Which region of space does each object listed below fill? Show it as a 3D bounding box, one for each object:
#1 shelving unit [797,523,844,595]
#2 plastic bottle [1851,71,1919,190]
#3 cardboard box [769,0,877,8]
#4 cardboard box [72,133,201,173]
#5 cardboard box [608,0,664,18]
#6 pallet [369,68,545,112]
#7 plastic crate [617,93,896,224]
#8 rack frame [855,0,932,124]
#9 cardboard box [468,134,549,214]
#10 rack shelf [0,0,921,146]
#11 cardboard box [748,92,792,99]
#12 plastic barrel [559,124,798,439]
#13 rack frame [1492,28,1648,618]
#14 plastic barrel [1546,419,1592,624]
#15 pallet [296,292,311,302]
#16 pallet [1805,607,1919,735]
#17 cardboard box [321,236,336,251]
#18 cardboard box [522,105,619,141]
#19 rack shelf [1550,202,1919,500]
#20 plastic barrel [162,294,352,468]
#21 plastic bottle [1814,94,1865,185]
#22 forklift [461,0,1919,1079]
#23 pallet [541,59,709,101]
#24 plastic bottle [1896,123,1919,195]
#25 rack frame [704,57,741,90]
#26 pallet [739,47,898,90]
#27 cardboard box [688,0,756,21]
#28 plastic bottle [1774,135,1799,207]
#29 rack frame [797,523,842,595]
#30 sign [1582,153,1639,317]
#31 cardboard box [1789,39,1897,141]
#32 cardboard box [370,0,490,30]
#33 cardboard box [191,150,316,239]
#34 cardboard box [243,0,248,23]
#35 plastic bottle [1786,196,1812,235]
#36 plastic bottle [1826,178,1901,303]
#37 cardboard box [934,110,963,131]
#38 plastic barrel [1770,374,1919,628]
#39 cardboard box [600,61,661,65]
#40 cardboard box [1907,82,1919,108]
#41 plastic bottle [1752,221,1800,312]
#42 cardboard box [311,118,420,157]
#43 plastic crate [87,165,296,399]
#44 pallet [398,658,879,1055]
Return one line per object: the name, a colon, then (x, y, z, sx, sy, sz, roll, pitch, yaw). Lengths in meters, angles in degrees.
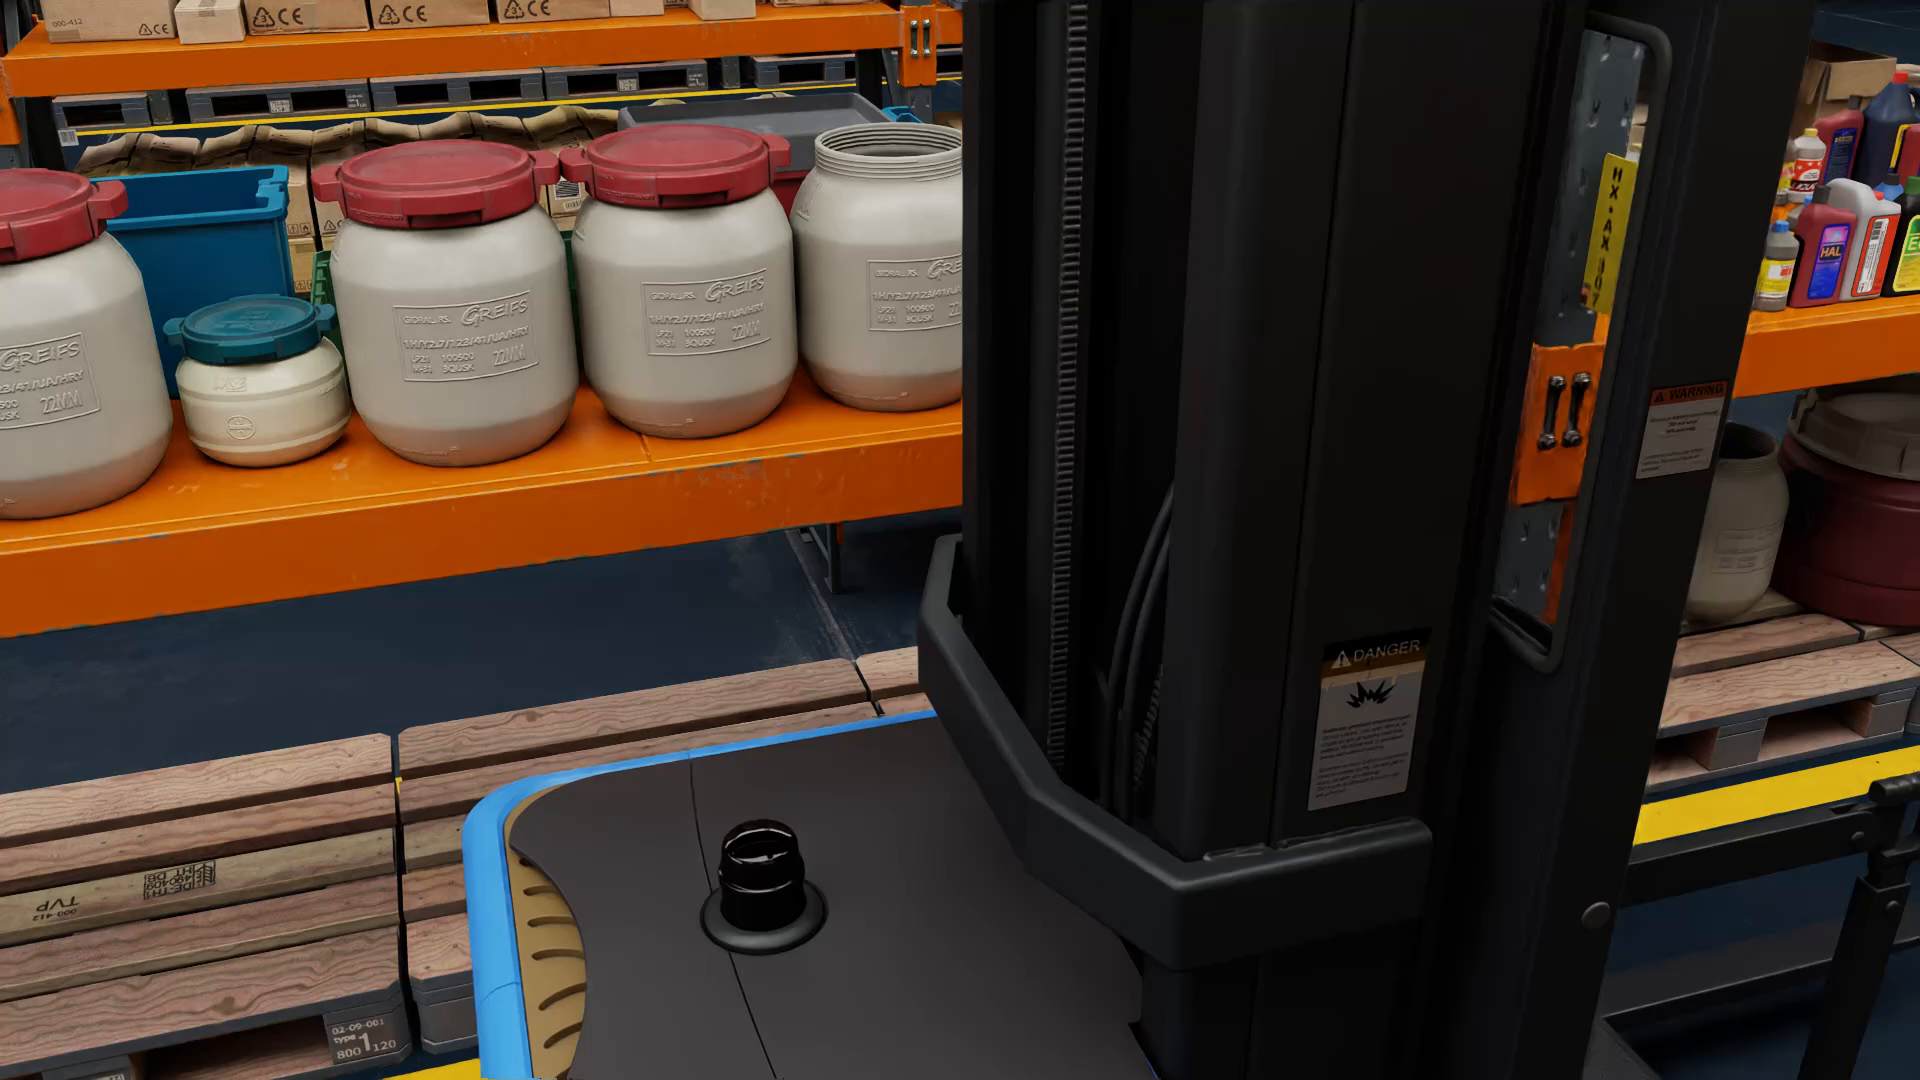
shelving unit: (0.006, -0.505, 5.502, 1.048, 1.125, 0.538, -8, 28, -16)
plastic bottle: (2.686, -1.170, 4.789, 0.185, 0.351, 0.144, -8, 28, -16)
cardboard box: (-0.707, -2.818, 8.153, 0.500, 0.311, 0.500, -7, 27, -13)
cardboard box: (-3.855, -1.723, 7.837, 0.500, 0.311, 0.500, -8, 28, -16)
cardboard box: (-1.543, -2.577, 7.851, 0.250, 0.149, 0.380, -6, 27, -12)
pallet: (-3.787, -3.461, 12.484, 1.213, 0.211, 1.003, -8, 28, -16)
plastic crate: (-0.448, -0.730, 3.775, 0.583, 0.464, 0.402, -8, 28, -16)
rack frame: (-0.347, -2.889, 8.197, 0.127, 3.000, 1.000, -8, 28, -16)
cardboard box: (-2.219, -1.710, 7.811, 0.500, 0.311, 0.500, -7, 27, -15)
rack shelf: (-2.249, -2.292, 7.802, 4.000, 0.370, 1.077, -8, 28, -16)
cardboard box: (-0.936, -2.149, 8.695, 0.500, 0.311, 0.500, -7, 27, -14)
plastic barrel: (-0.534, -0.504, 3.240, 0.433, 0.535, 0.433, 0, 26, 0)
rack frame: (1.183, -0.795, 3.977, 0.127, 3.000, 1.000, -8, 28, -16)
plastic barrel: (1.643, -0.085, 4.517, 0.708, 0.830, 0.600, -8, 28, -16)
pallet: (-3.462, -1.208, 7.945, 1.213, 0.211, 1.003, -8, 28, -16)
pallet: (3.078, 0.162, 5.186, 1.213, 0.211, 1.003, -8, 28, -16)
cardboard box: (-2.712, -1.388, 7.793, 0.500, 0.250, 0.500, -9, 28, -18)
cardboard box: (-1.919, -2.004, 8.403, 0.500, 0.311, 0.500, -9, 28, -17)
rack shelf: (3.085, -0.748, 4.692, 4.000, 0.370, 1.077, -8, 28, -16)
plastic barrel: (-1.314, -0.299, 3.135, 0.301, 0.262, 0.301, 0, 26, 0)
plastic bottle: (2.522, -1.136, 4.796, 0.133, 0.283, 0.061, -8, 28, -16)
forklift: (0.799, 0.031, 2.391, 3.031, 2.935, 1.130, -8, 28, -16)
pallet: (-2.629, -3.627, 12.819, 1.213, 0.211, 1.003, -8, 28, -16)
plastic bottle: (2.743, -1.100, 4.724, 0.133, 0.283, 0.061, -8, 28, -16)
rack frame: (-1.885, -4.983, 12.415, 0.127, 3.000, 1.000, -8, 28, -16)
pallet: (-1.112, -3.811, 13.189, 1.213, 0.211, 1.003, -8, 28, -16)
cardboard box: (-1.117, -2.536, 7.768, 0.250, 0.149, 0.380, -8, 28, -16)
plastic bottle: (2.326, -1.062, 4.739, 0.097, 0.201, 0.097, 0, 26, 0)
rack frame: (-0.477, -0.435, 5.361, 0.032, 1.125, 0.500, -8, 28, -16)
sign: (1.360, -0.636, 3.474, 0.005, 0.325, 0.100, -8, 28, -16)
cardboard box: (5.241, -2.780, 10.289, 0.637, 0.503, 0.797, -8, 28, -16)
cardboard box: (-2.438, -2.624, 7.549, 0.500, 0.500, 0.500, -8, 28, -16)
cardboard box: (-3.203, -1.565, 7.517, 0.500, 0.311, 0.500, -9, 28, -17)
cardboard box: (-3.372, -2.477, 7.517, 0.258, 0.266, 0.396, -9, 28, -17)
plastic bottle: (2.078, -0.742, 4.095, 0.097, 0.201, 0.097, 0, 26, 0)
plastic bottle: (2.134, -0.726, 3.978, 0.135, 0.276, 0.152, -8, 28, -16)
cardboard box: (0.174, -1.909, 8.538, 0.500, 0.500, 0.500, -7, 27, -14)
plastic barrel: (2.717, -0.133, 4.883, 0.708, 0.588, 0.600, -8, 28, -16)
cardboard box: (-2.553, -3.940, 12.629, 0.500, 0.500, 0.700, -8, 27, -15)
cardboard box: (5.906, -2.659, 10.331, 0.500, 0.250, 0.500, -8, 28, -16)
plastic bottle: (1.906, -0.646, 3.902, 0.097, 0.201, 0.097, 0, 26, 0)
cardboard box: (-2.887, -1.865, 8.123, 0.500, 0.311, 0.500, -8, 28, -16)
plastic crate: (-1.668, -0.520, 3.442, 0.575, 0.384, 0.392, -8, 28, -16)
pallet: (-0.724, 0.711, 4.080, 1.213, 0.211, 1.003, -8, 28, -16)
